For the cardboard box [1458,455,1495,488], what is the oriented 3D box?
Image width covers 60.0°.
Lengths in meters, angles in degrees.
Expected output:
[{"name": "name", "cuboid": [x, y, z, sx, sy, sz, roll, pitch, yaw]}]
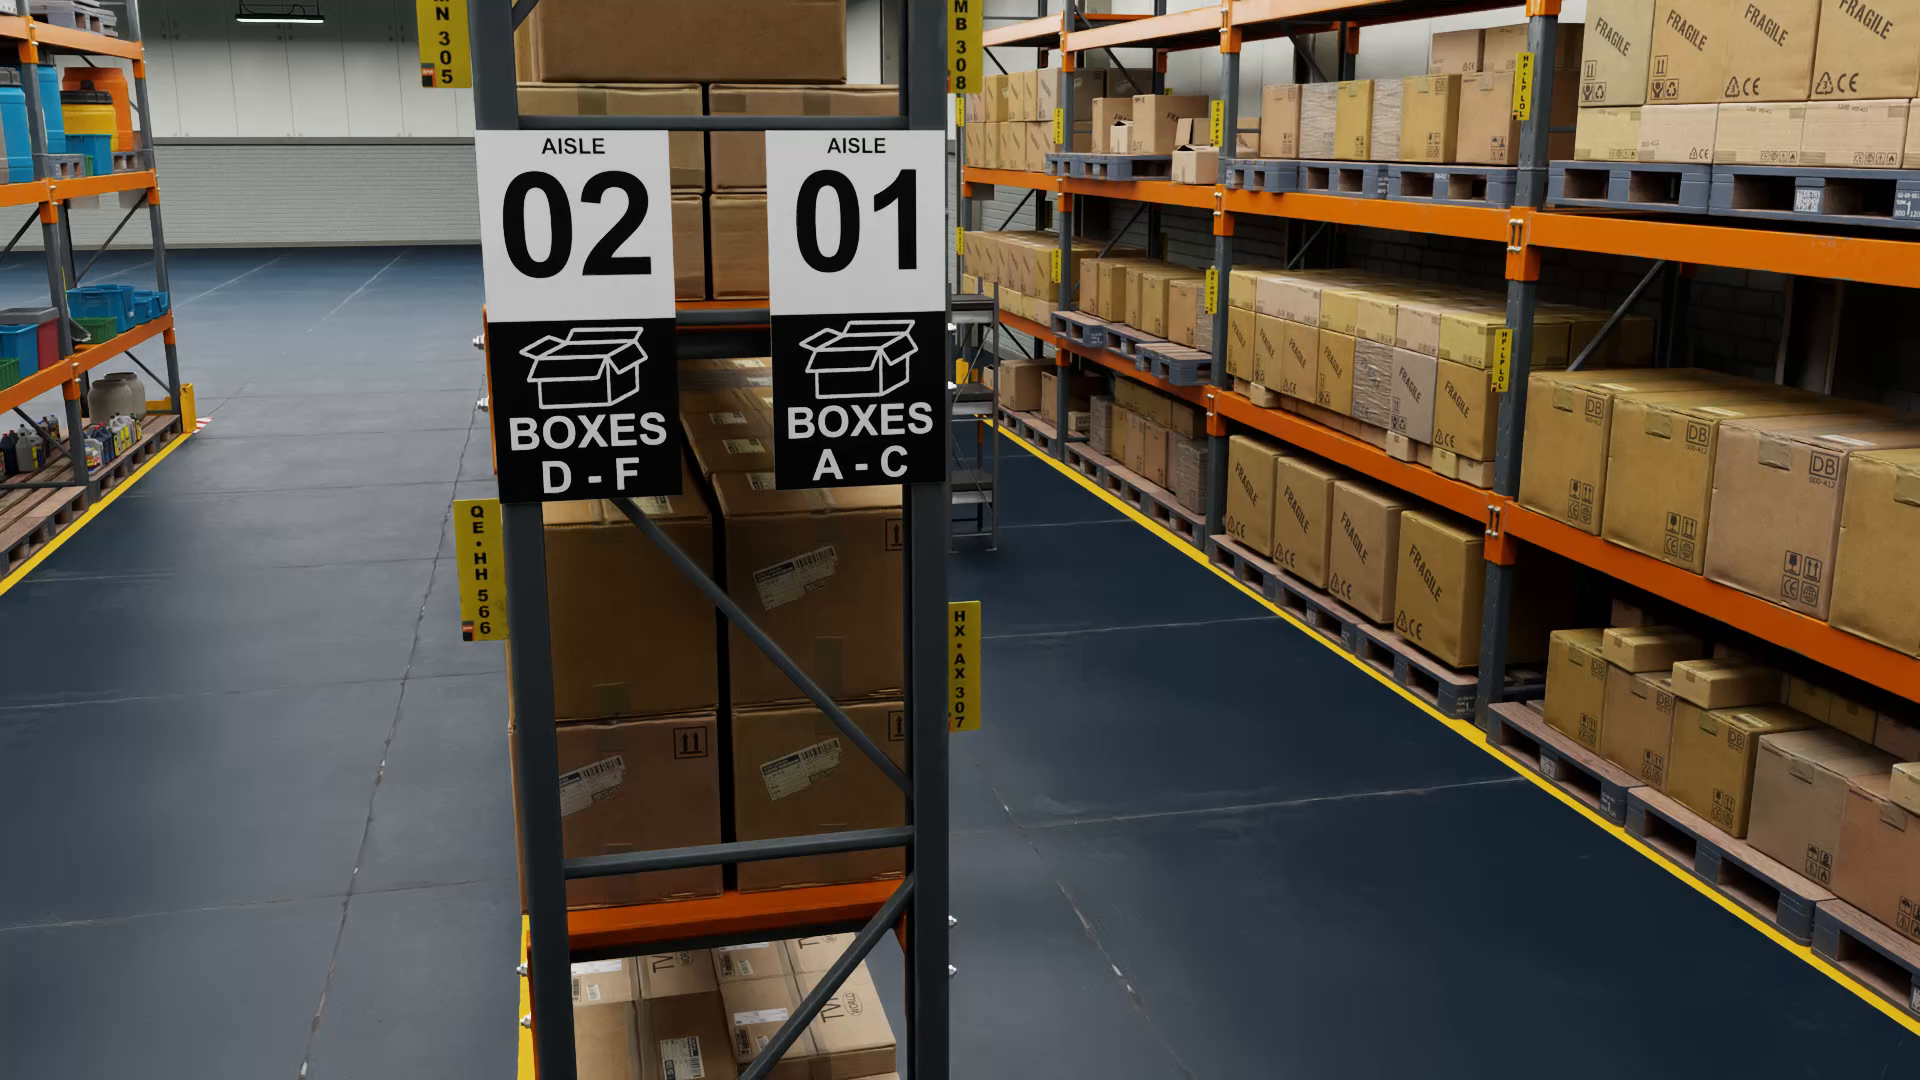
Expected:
[{"name": "cardboard box", "cuboid": [2.994, -0.391, 9.196, 0.380, 0.149, 0.250, -3, 14, -13]}]

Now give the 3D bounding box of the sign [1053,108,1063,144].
[{"name": "sign", "cuboid": [0.944, -3.963, 15.919, 0.100, 0.325, 0.005, -3, 14, -13]}]

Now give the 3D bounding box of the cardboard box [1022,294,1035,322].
[{"name": "cardboard box", "cuboid": [0.955, -2.432, 17.334, 0.500, 0.250, 0.500, -3, 14, -13]}]

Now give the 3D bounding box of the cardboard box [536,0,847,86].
[{"name": "cardboard box", "cuboid": [-0.663, -1.351, 3.998, 0.700, 0.500, 0.500, -3, 14, -13]}]

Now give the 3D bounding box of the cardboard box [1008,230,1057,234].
[{"name": "cardboard box", "cuboid": [0.847, -3.414, 19.774, 0.500, 0.500, 0.500, -3, 14, -14]}]

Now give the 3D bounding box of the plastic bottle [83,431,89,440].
[{"name": "plastic bottle", "cuboid": [-8.087, -0.863, 15.294, 0.144, 0.351, 0.185, -3, 14, -13]}]

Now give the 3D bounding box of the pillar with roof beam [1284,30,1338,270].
[{"name": "pillar with roof beam", "cuboid": [-1.240, -4.387, 12.421, 9.100, 9.000, 0.400, -3, 14, -13]}]

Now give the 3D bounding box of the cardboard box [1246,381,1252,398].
[{"name": "cardboard box", "cuboid": [2.312, -1.104, 12.114, 0.380, 0.149, 0.250, -3, 14, -12]}]

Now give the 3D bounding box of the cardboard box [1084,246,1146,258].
[{"name": "cardboard box", "cuboid": [1.562, -2.708, 16.886, 0.500, 0.500, 0.500, -4, 14, -14]}]

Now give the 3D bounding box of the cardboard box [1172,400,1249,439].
[{"name": "cardboard box", "cuboid": [2.116, -1.026, 14.067, 0.500, 0.250, 0.500, -3, 14, -12]}]

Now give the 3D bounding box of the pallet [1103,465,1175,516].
[{"name": "pallet", "cuboid": [1.944, -0.471, 14.909, 1.003, 0.211, 1.213, -3, 14, -13]}]

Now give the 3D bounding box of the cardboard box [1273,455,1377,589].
[{"name": "cardboard box", "cuboid": [2.654, -0.145, 11.343, 0.750, 0.750, 0.750, -3, 14, -13]}]

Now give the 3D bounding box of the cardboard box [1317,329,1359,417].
[{"name": "cardboard box", "cuboid": [2.634, -1.085, 10.669, 0.500, 0.500, 0.500, -3, 14, -12]}]

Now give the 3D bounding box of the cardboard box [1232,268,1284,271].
[{"name": "cardboard box", "cuboid": [2.299, -2.019, 12.868, 0.380, 0.149, 0.250, -5, 15, -21]}]

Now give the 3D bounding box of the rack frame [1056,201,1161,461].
[{"name": "rack frame", "cuboid": [1.470, -2.287, 16.468, 1.000, 3.000, 0.127, -3, 14, -13]}]

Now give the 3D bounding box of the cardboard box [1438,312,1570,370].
[{"name": "cardboard box", "cuboid": [2.990, -1.102, 9.158, 0.500, 0.250, 0.500, -3, 14, -12]}]

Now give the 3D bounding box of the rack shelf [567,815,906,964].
[{"name": "rack shelf", "cuboid": [-0.996, 0.551, 5.954, 0.919, 0.124, 3.809, -3, 14, -13]}]

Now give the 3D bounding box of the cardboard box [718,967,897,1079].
[{"name": "cardboard box", "cuboid": [-0.496, 1.624, 5.327, 0.500, 0.250, 0.500, -3, 14, -13]}]

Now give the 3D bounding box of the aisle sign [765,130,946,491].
[{"name": "aisle sign", "cuboid": [-0.225, -0.505, 3.697, 0.394, 0.787, 0.004, -3, 14, -13]}]

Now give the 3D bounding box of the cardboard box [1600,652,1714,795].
[{"name": "cardboard box", "cuboid": [3.539, 0.863, 7.956, 0.700, 0.500, 0.500, -3, 14, -14]}]

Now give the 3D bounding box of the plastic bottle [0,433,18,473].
[{"name": "plastic bottle", "cuboid": [-8.592, -0.794, 15.012, 0.144, 0.351, 0.185, -4, 14, -15]}]

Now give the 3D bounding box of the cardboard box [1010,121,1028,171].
[{"name": "cardboard box", "cuboid": [0.837, -4.148, 17.513, 0.500, 0.500, 0.500, -4, 14, -15]}]

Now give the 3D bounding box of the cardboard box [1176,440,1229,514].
[{"name": "cardboard box", "cuboid": [2.189, -0.527, 13.603, 0.700, 0.500, 0.500, -3, 14, -12]}]

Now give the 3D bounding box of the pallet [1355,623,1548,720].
[{"name": "pallet", "cuboid": [3.094, 0.739, 9.956, 1.003, 0.211, 1.213, -3, 14, -13]}]

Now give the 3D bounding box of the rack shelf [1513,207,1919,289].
[{"name": "rack shelf", "cuboid": [3.818, -1.088, 6.754, 1.077, 0.370, 4.000, -3, 14, -13]}]

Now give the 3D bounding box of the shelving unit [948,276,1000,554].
[{"name": "shelving unit", "cuboid": [0.039, -0.982, 13.022, 0.431, 2.100, 0.503, -3, 14, -13]}]

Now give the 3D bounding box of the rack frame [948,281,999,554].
[{"name": "rack frame", "cuboid": [0.096, -0.926, 12.791, 0.400, 2.100, 0.015, -3, 14, -13]}]

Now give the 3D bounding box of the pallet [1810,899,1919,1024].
[{"name": "pallet", "cuboid": [4.024, 1.656, 6.205, 1.003, 0.211, 1.213, -3, 14, -13]}]

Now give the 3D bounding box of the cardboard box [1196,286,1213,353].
[{"name": "cardboard box", "cuboid": [2.289, -1.734, 13.068, 0.700, 0.500, 0.500, -5, 15, -20]}]

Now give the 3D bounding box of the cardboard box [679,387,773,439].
[{"name": "cardboard box", "cuboid": [-0.737, -0.246, 5.796, 0.500, 0.500, 0.500, -3, 14, -14]}]

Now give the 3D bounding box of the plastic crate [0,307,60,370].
[{"name": "plastic crate", "cuboid": [-7.749, -1.671, 13.812, 0.402, 0.464, 0.583, -3, 14, -13]}]

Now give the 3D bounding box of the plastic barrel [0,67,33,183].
[{"name": "plastic barrel", "cuboid": [-7.830, -3.330, 13.361, 0.600, 0.901, 0.708, -3, 14, -13]}]

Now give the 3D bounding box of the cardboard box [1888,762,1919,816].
[{"name": "cardboard box", "cuboid": [3.758, 0.942, 6.265, 0.380, 0.149, 0.250, -3, 14, -12]}]

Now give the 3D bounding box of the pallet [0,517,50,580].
[{"name": "pallet", "cuboid": [-7.648, 0.081, 12.651, 1.003, 0.211, 1.213, -3, 14, -13]}]

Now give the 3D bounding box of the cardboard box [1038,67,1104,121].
[{"name": "cardboard box", "cuboid": [1.088, -4.389, 16.390, 0.500, 0.500, 0.500, -5, 14, -18]}]

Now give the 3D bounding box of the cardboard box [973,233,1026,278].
[{"name": "cardboard box", "cuboid": [0.457, -3.269, 19.183, 0.500, 0.500, 0.500, -3, 14, -13]}]

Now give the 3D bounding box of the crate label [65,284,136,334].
[{"name": "crate label", "cuboid": [-8.405, -2.265, 16.304, 0.502, 0.435, 0.616, -3, 14, -13]}]

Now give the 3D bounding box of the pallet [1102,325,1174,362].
[{"name": "pallet", "cuboid": [1.904, -1.725, 14.573, 1.003, 0.211, 1.213, -3, 14, -13]}]

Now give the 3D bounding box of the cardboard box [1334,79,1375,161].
[{"name": "cardboard box", "cuboid": [2.872, -2.727, 10.812, 0.700, 0.500, 0.500, -3, 14, -10]}]

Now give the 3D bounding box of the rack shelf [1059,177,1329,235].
[{"name": "rack shelf", "cuboid": [1.939, -2.933, 14.308, 1.077, 0.370, 4.000, -3, 14, -13]}]

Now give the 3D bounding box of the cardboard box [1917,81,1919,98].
[{"name": "cardboard box", "cuboid": [3.744, -1.789, 5.752, 0.500, 0.500, 0.500, -3, 14, -11]}]

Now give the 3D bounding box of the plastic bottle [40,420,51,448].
[{"name": "plastic bottle", "cuboid": [-8.896, -1.031, 16.149, 0.097, 0.271, 0.097, 0, 14, 0]}]

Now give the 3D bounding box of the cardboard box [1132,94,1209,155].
[{"name": "cardboard box", "cuboid": [1.810, -3.582, 14.351, 0.500, 0.500, 0.500, -4, 14, -15]}]

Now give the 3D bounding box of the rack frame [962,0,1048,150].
[{"name": "rack frame", "cuboid": [0.530, -6.124, 19.533, 1.000, 3.000, 0.127, -3, 14, -13]}]

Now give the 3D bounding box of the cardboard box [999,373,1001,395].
[{"name": "cardboard box", "cuboid": [0.739, -1.821, 19.299, 0.500, 0.311, 0.500, -2, 14, -9]}]

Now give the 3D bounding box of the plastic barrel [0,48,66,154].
[{"name": "plastic barrel", "cuboid": [-8.290, -3.875, 14.706, 0.600, 0.901, 0.708, -3, 14, -13]}]

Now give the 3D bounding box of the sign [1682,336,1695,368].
[{"name": "sign", "cuboid": [3.888, -0.932, 8.929, 0.100, 0.325, 0.005, -3, 14, -13]}]

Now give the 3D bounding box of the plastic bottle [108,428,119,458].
[{"name": "plastic bottle", "cuboid": [-7.989, -0.922, 15.678, 0.061, 0.283, 0.133, -3, 14, -11]}]

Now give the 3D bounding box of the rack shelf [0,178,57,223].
[{"name": "rack shelf", "cuboid": [-7.691, -2.381, 12.048, 1.077, 0.370, 4.000, -3, 14, -13]}]

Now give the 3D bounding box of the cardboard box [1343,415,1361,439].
[{"name": "cardboard box", "cuboid": [2.687, -0.749, 10.659, 0.380, 0.149, 0.250, -3, 14, -11]}]
